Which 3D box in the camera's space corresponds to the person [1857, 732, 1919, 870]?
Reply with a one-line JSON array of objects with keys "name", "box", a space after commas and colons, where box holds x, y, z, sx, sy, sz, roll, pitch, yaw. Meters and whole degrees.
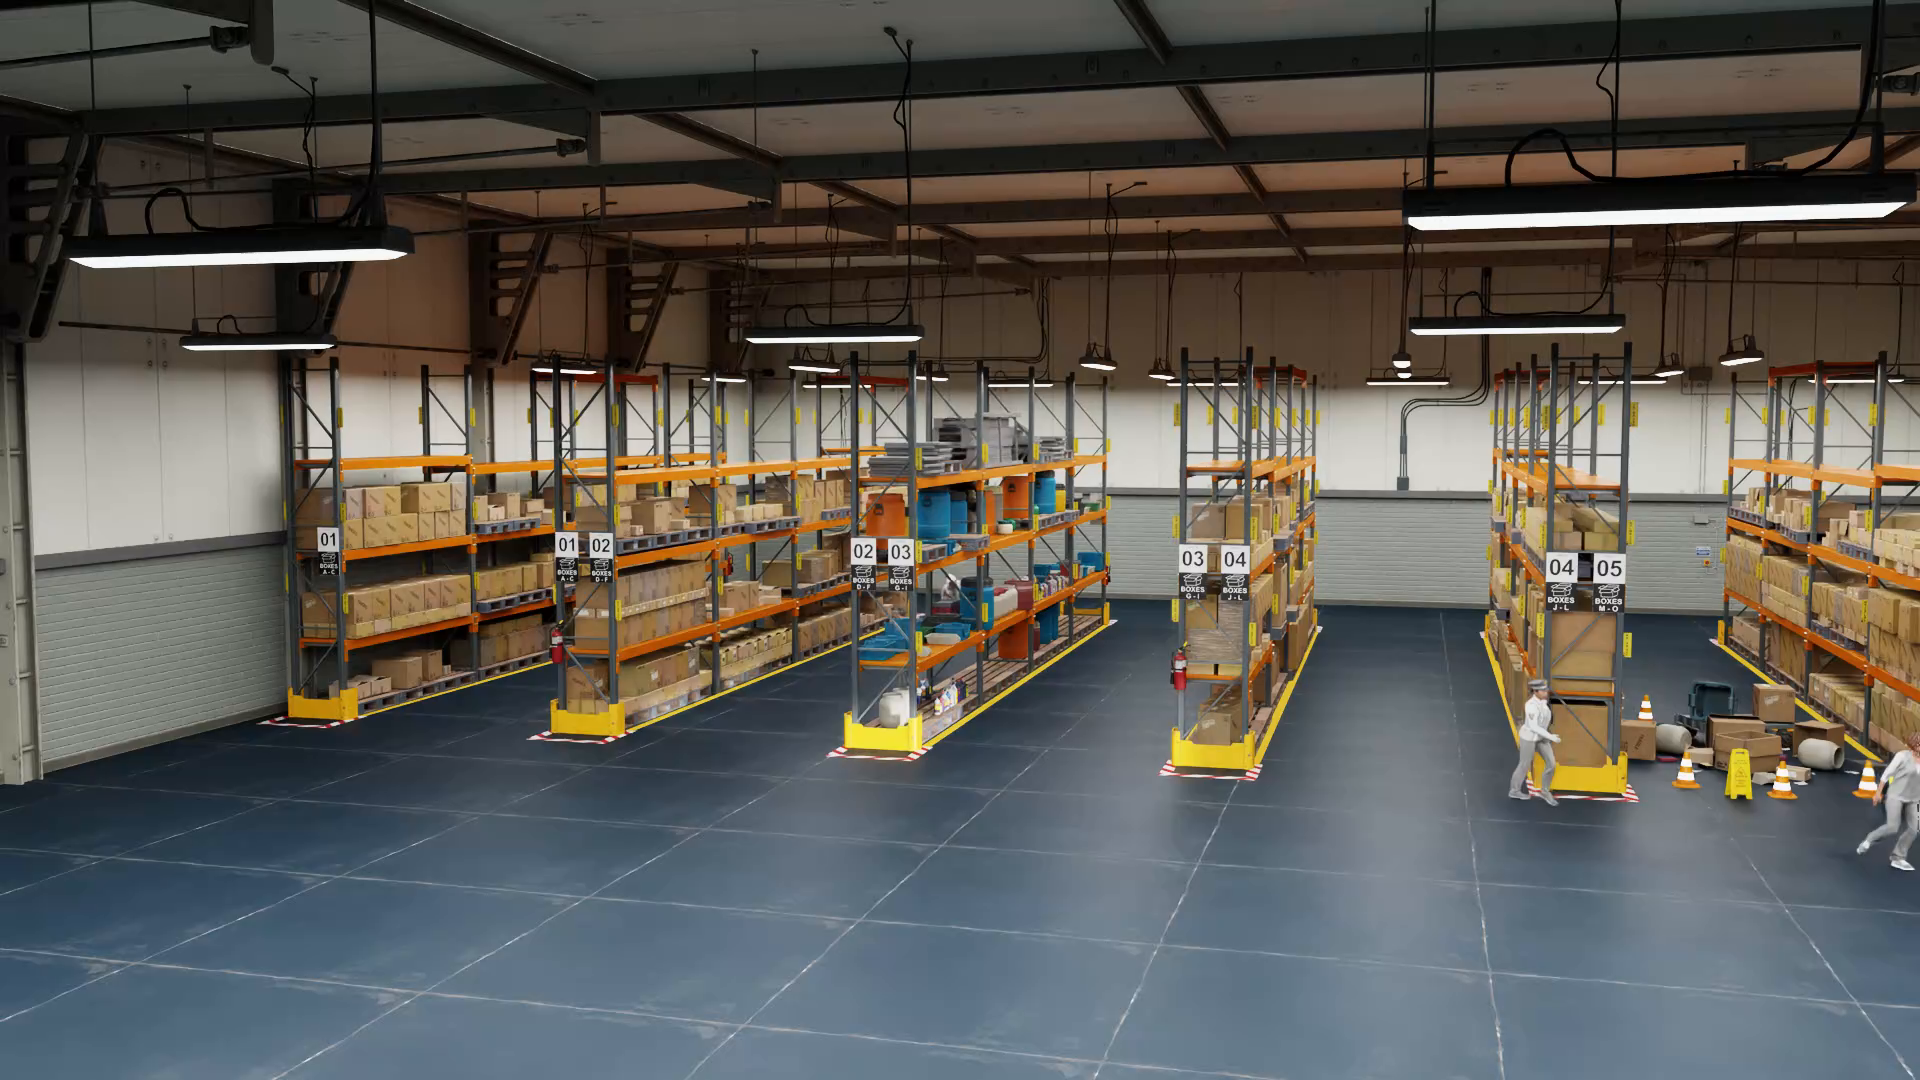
[{"name": "person", "box": [10.454, 2.872, 18.521, 0.578, 1.542, 0.619, -1, 4, -11]}]

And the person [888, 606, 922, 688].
[{"name": "person", "box": [-0.996, 1.991, 30.705, 0.649, 1.612, 0.950, 2, 5, 25]}]

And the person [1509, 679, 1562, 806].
[{"name": "person", "box": [7.439, 2.609, 21.504, 0.506, 1.674, 0.692, -2, 5, -27]}]

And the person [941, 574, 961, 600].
[{"name": "person", "box": [-0.108, 1.484, 37.707, 0.643, 1.484, 0.994, 0, 4, 2]}]
